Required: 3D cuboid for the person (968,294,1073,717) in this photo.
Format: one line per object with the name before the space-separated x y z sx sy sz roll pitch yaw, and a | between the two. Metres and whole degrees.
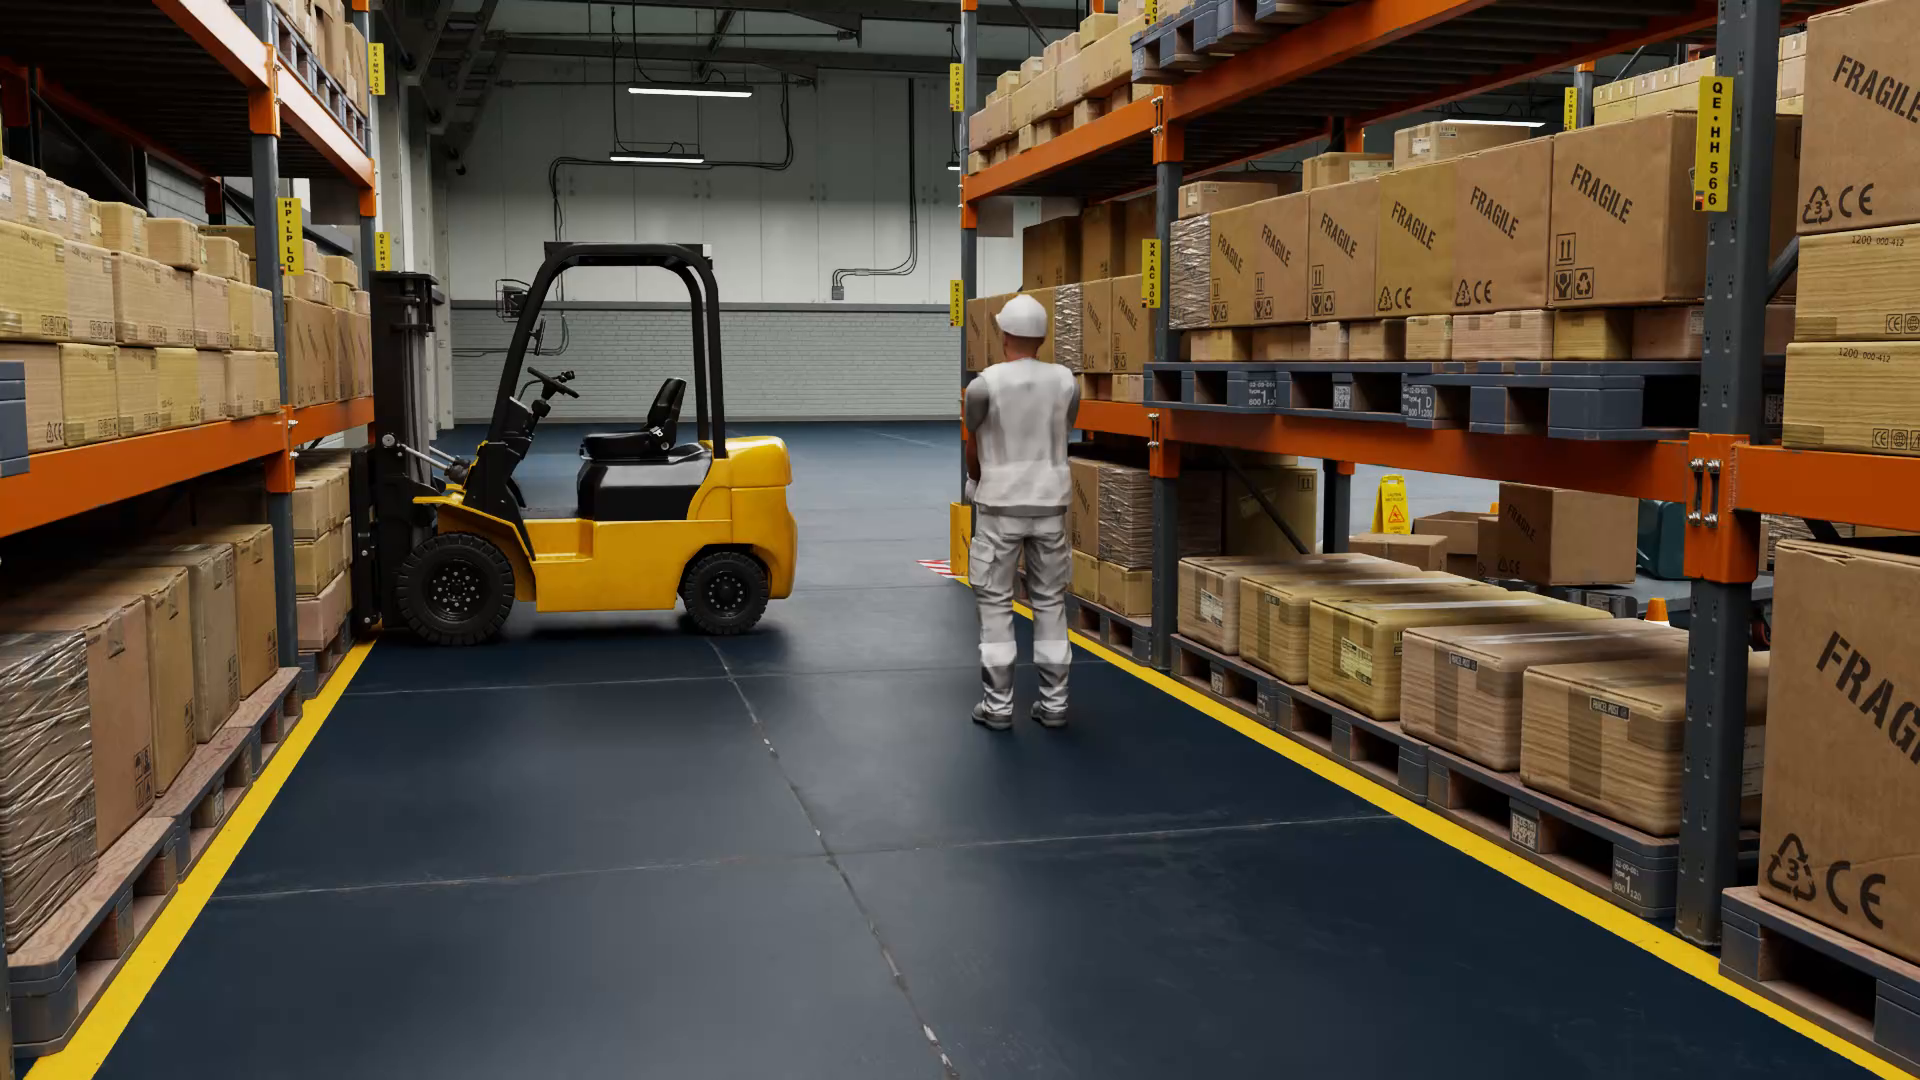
person | 7.673 -1.987 24.594 22.794 1.780 31.837 -1 6 -13
